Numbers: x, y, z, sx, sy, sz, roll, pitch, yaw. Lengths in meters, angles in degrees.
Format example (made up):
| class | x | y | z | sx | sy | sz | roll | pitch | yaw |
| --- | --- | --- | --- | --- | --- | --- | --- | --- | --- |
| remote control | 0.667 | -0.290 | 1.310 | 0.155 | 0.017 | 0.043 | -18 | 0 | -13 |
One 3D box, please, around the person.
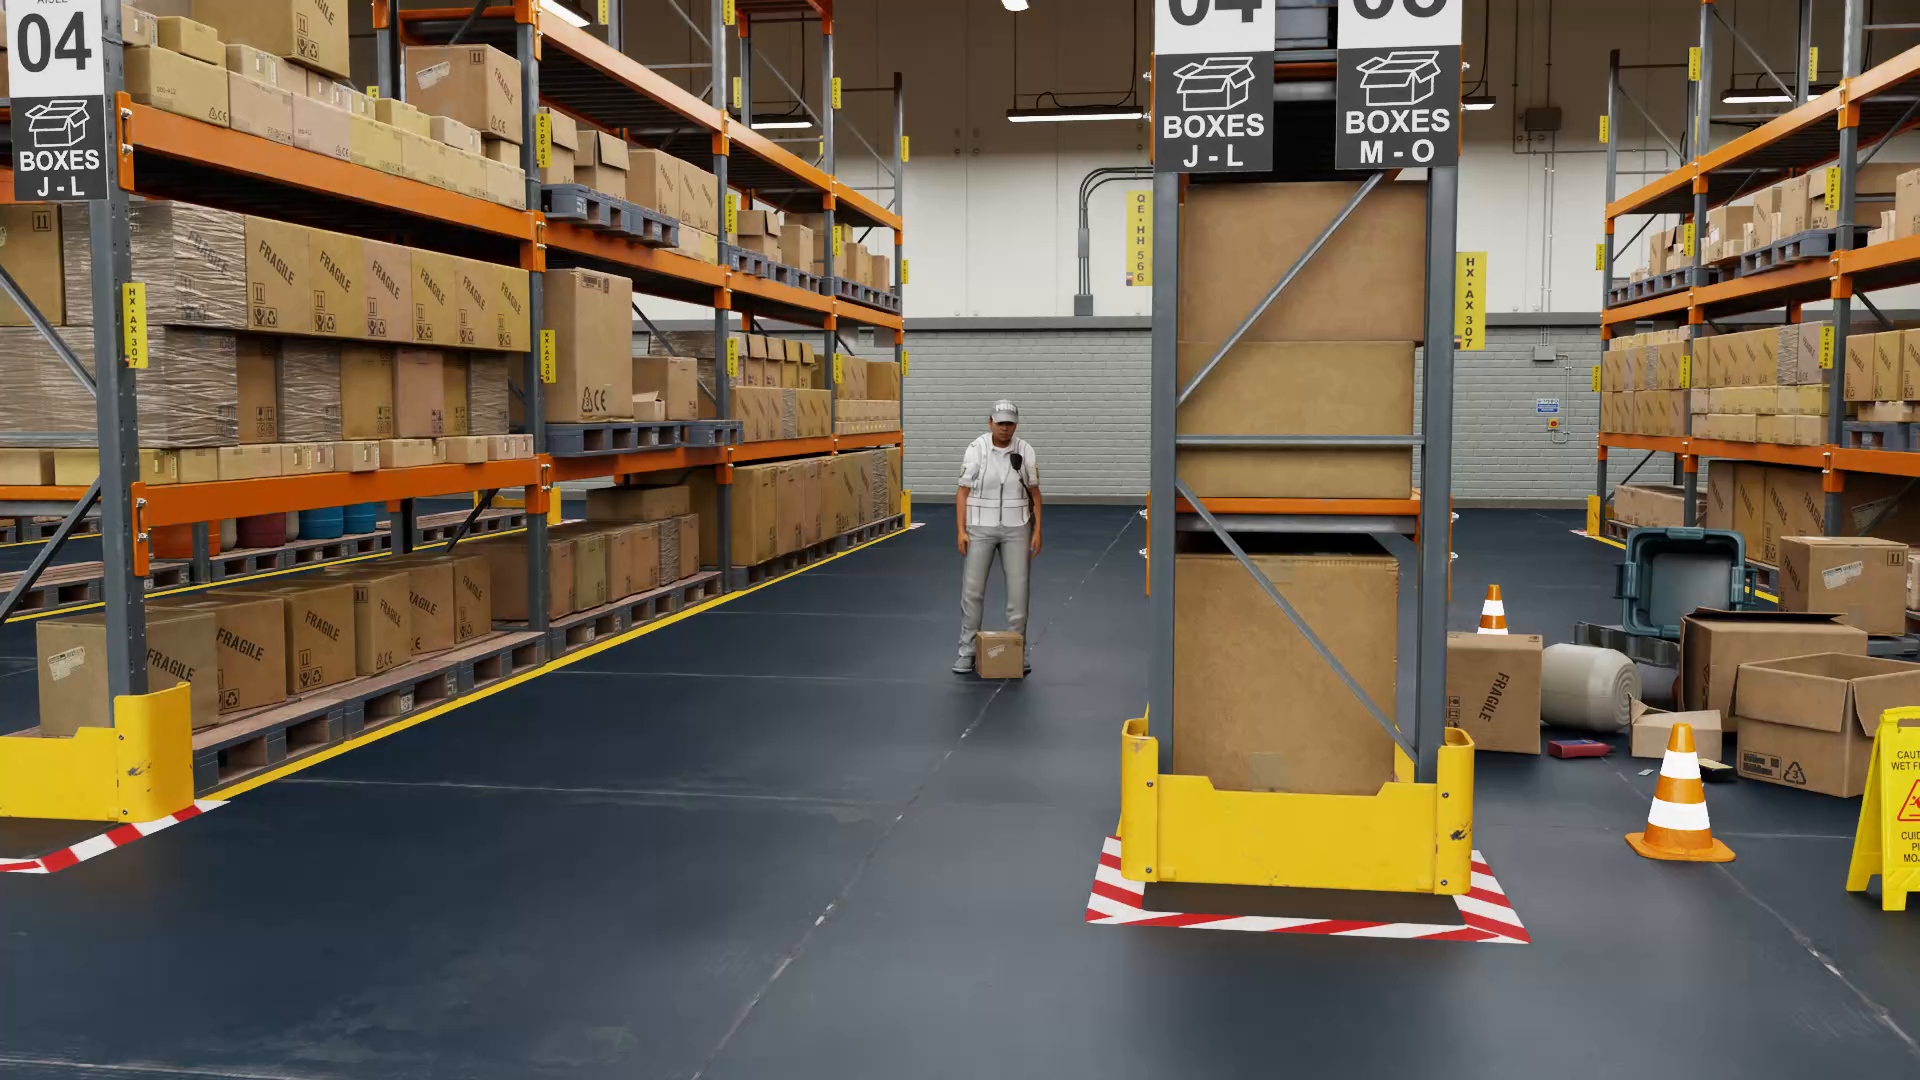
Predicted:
| class | x | y | z | sx | sy | sz | roll | pitch | yaw |
| --- | --- | --- | --- | --- | --- | --- | --- | --- | --- |
| person | 0.226 | -0.029 | 10.221 | 0.561 | 1.667 | 0.463 | 0 | 5 | -4 |
